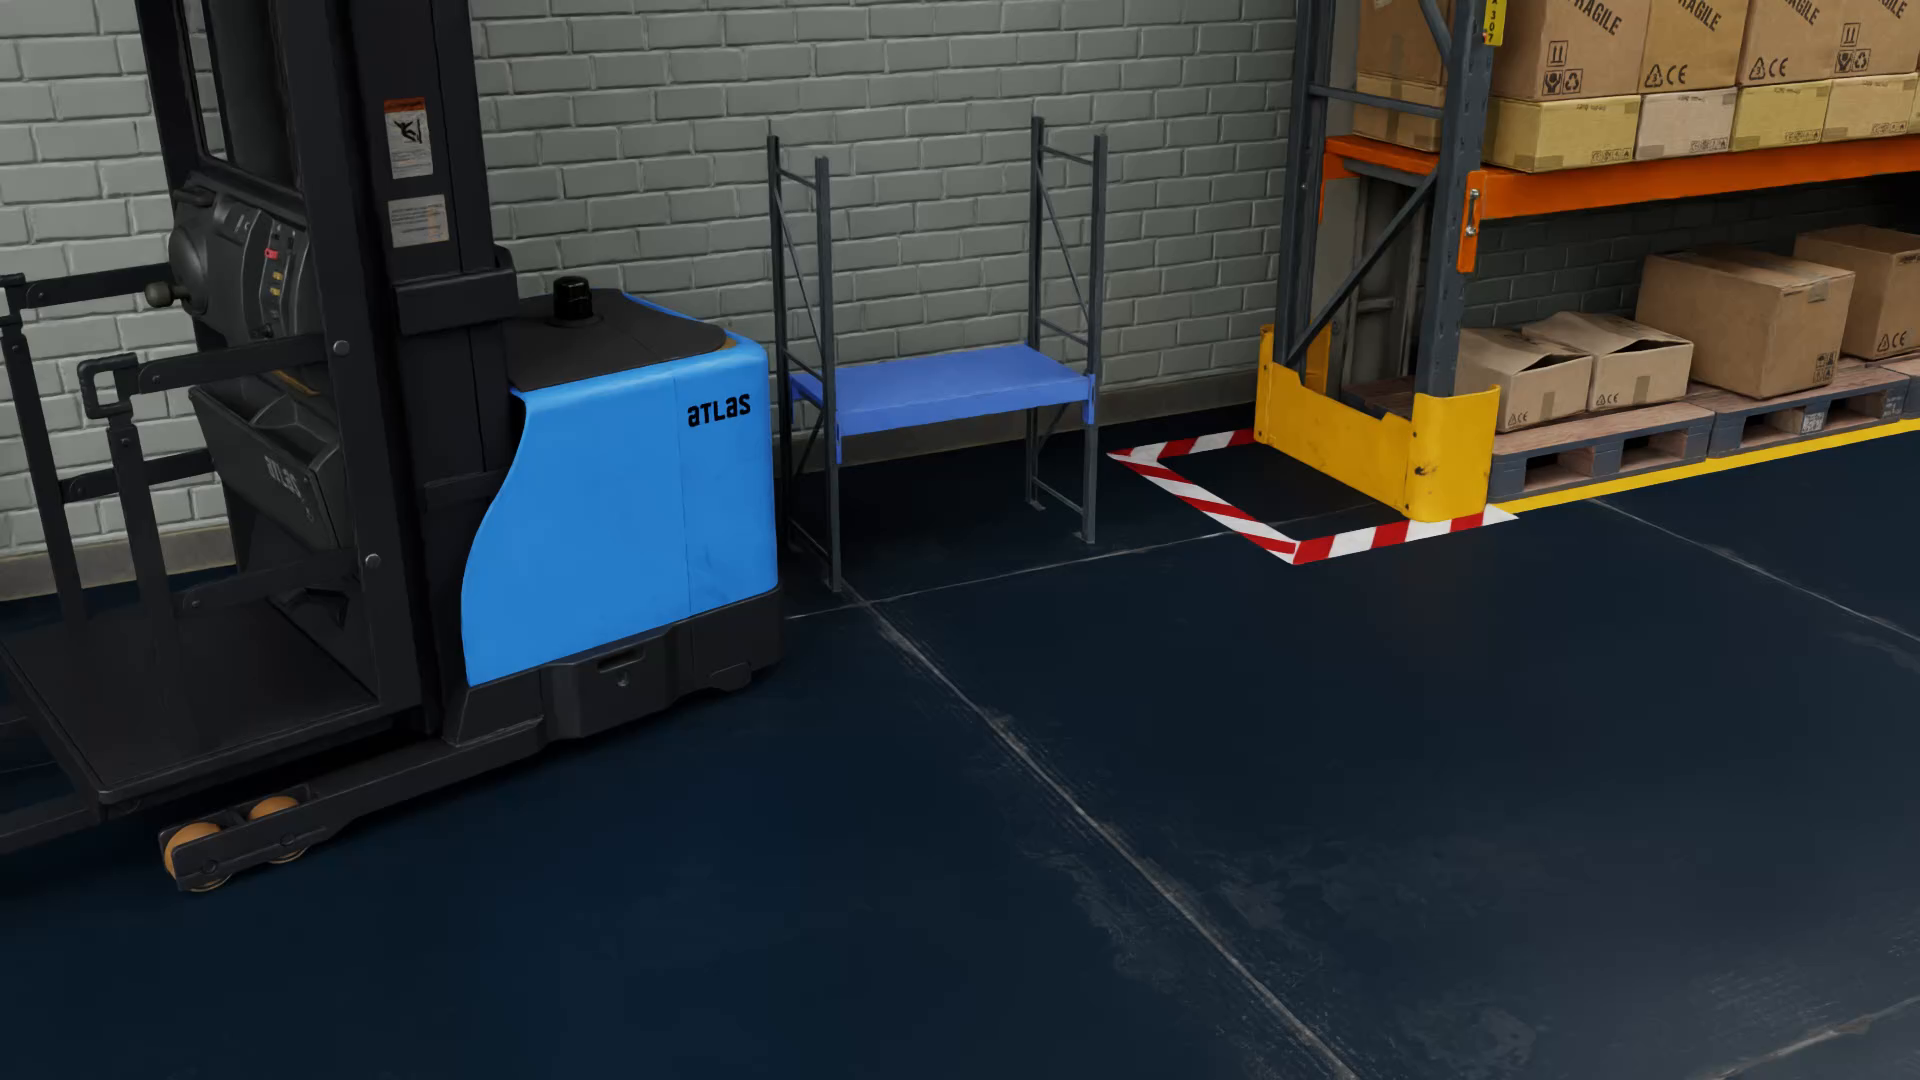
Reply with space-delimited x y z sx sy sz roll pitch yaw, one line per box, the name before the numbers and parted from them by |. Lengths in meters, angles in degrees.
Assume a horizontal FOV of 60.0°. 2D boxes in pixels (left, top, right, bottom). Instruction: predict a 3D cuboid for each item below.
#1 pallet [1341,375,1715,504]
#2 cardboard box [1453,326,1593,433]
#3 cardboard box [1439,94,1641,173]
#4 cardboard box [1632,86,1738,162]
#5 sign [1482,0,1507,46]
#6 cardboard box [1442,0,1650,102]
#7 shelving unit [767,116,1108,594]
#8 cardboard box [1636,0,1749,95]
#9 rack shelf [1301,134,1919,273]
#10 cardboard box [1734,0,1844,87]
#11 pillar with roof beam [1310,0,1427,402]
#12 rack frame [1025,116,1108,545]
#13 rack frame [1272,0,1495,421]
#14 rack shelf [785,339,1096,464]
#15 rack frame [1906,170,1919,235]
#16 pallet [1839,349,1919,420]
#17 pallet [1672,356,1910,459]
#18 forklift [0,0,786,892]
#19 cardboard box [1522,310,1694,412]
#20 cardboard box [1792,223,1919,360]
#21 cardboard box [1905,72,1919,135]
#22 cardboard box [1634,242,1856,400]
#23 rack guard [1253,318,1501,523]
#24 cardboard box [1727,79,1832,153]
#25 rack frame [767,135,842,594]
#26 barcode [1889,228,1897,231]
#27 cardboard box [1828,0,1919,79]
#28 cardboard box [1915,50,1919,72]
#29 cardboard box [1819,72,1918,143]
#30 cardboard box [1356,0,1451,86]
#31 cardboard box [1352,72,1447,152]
pallet | 2.427 -0.508 7.201 1.213 0.211 1.003 -10 25 -24
cardboard box | 2.274 -0.706 6.973 0.500 0.311 0.500 -14 26 -30
cardboard box | 2.189 -1.572 6.297 0.500 0.250 0.500 -11 25 -25
cardboard box | 2.651 -1.663 6.517 0.500 0.250 0.500 -11 25 -25
sign | 1.847 -1.874 5.723 0.005 0.325 0.100 -10 25 -24
cardboard box | 2.172 -1.923 6.163 0.500 0.500 0.500 -10 25 -24
shelving unit | -0.077 -0.679 5.929 1.048 1.500 0.538 -10 25 -24
cardboard box | 2.622 -2.002 6.353 0.500 0.500 0.500 -10 25 -23
rack shelf | 3.414 -1.660 7.280 4.000 0.370 1.077 -10 25 -24
cardboard box | 3.090 -2.085 6.555 0.500 0.500 0.500 -11 25 -25
pillar with roof beam | 3.734 -3.363 2.610 0.400 9.000 9.100 -10 25 -24
rack frame | 0.381 -0.763 6.133 0.032 1.500 0.500 -10 25 -24
rack frame | 1.612 -1.661 6.341 0.127 3.000 1.000 -10 25 -24
rack shelf | -0.077 -0.513 5.998 1.000 0.185 0.538 -10 25 -24
rack frame | 5.216 -2.324 7.944 0.127 3.000 1.000 -10 25 -24
pallet | 4.626 -0.912 8.178 1.213 0.211 1.003 -10 25 -24
pallet | 3.525 -0.709 7.686 1.213 0.211 1.003 -10 25 -24
forklift | -1.995 -0.707 4.126 3.031 2.935 1.130 -18 28 -37
cardboard box | 2.788 -0.800 7.202 0.500 0.311 0.500 -8 24 -19
cardboard box | 4.298 -1.187 7.888 0.500 0.500 0.500 -12 26 -28
cardboard box | 4.022 -1.913 7.119 0.500 0.250 0.500 -11 25 -24
cardboard box | 3.471 -0.992 7.418 0.500 0.500 0.700 -12 25 -27
rack guard | 1.680 -0.519 6.849 0.348 0.500 1.175 -10 25 -24
cardboard box | 3.112 -1.746 6.716 0.500 0.250 0.500 -11 25 -24
rack frame | -0.535 -0.594 5.725 0.032 1.500 0.500 -10 25 -24
barcode | 4.625 -1.514 8.260 0.075 0.075 0.001 -10 25 -24
cardboard box | 3.550 -2.175 6.771 0.500 0.500 0.500 -10 24 -22
cardboard box | 4.018 -2.261 6.980 0.500 0.500 0.500 -11 25 -25
cardboard box | 3.569 -1.829 6.917 0.500 0.250 0.500 -10 25 -23
cardboard box | 1.944 -2.099 6.588 0.500 0.500 0.500 -11 25 -24
cardboard box | 1.949 -1.745 6.714 0.500 0.250 0.500 -10 25 -23
